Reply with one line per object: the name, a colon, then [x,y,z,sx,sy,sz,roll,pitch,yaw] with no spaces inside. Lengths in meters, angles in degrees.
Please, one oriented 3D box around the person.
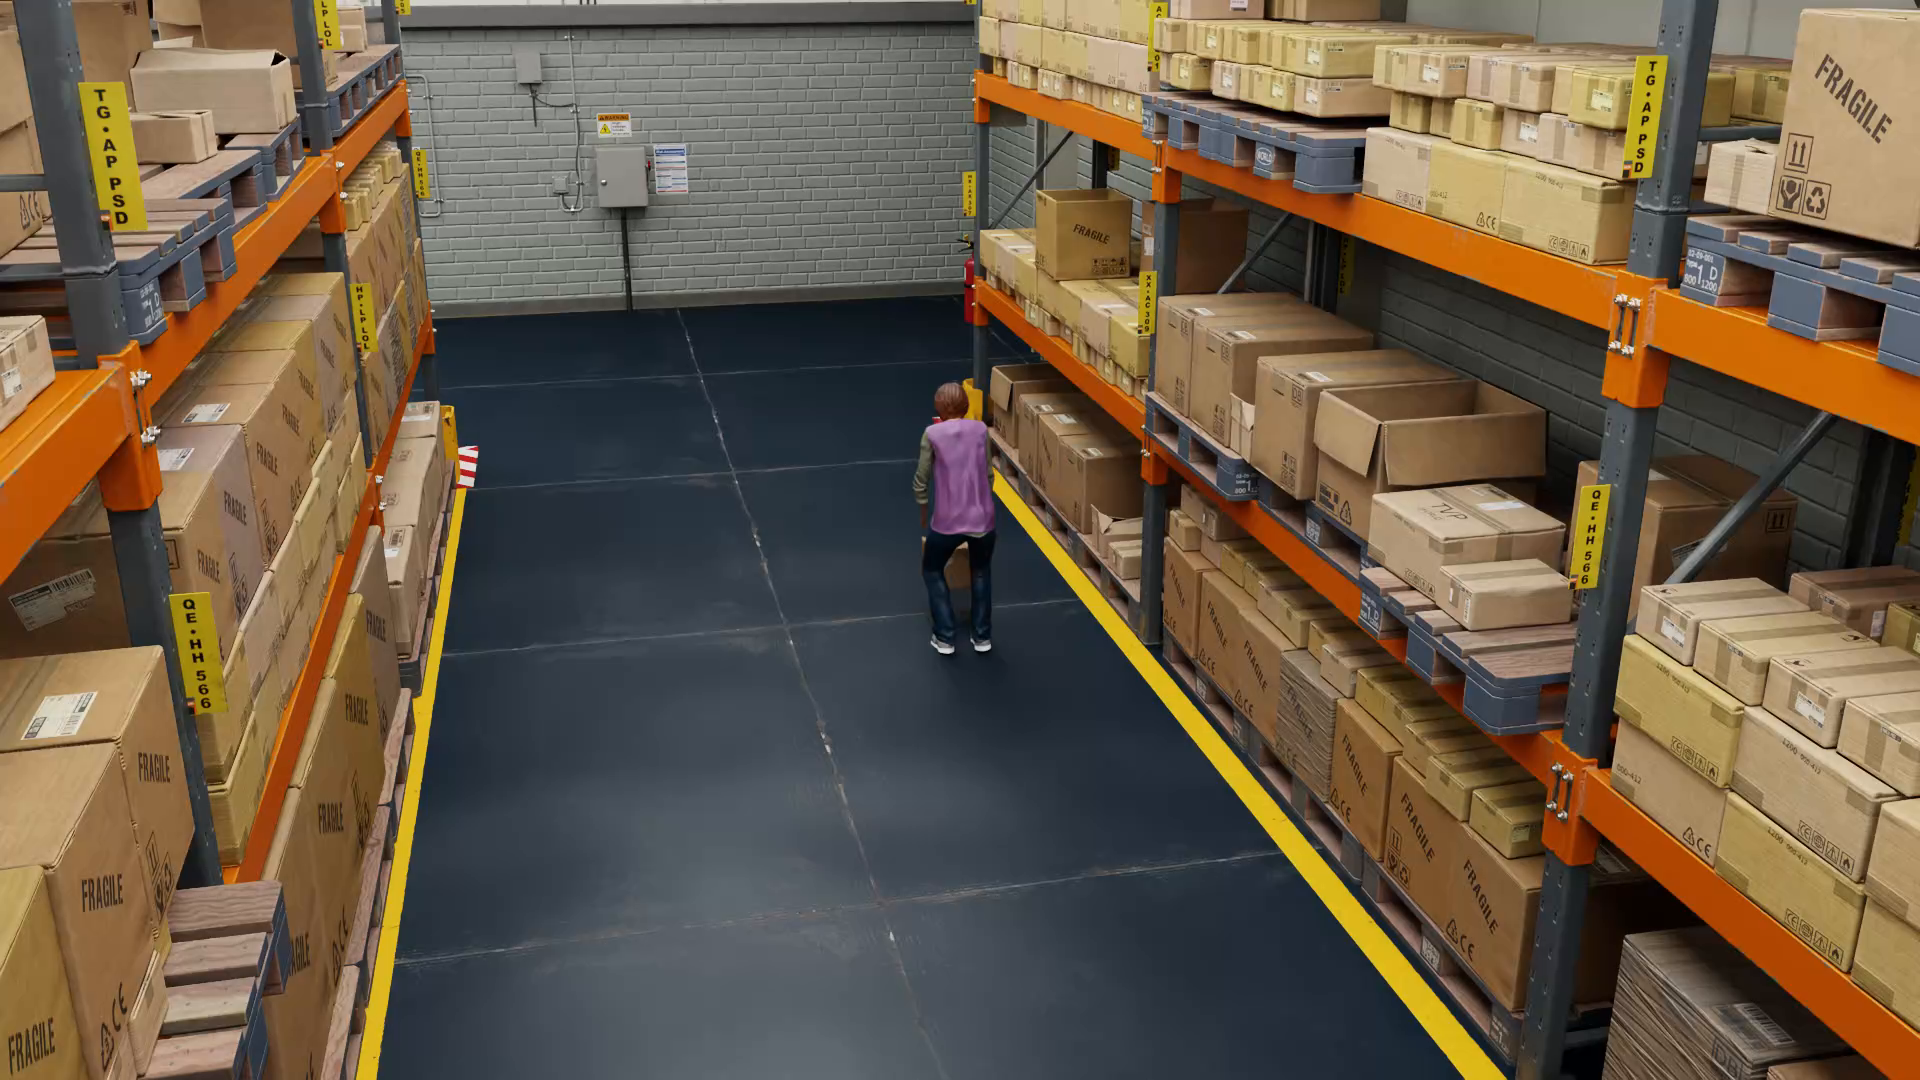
person: [-0.025,-0.094,9.053,0.447,1.466,0.496,-3,20,-9]
